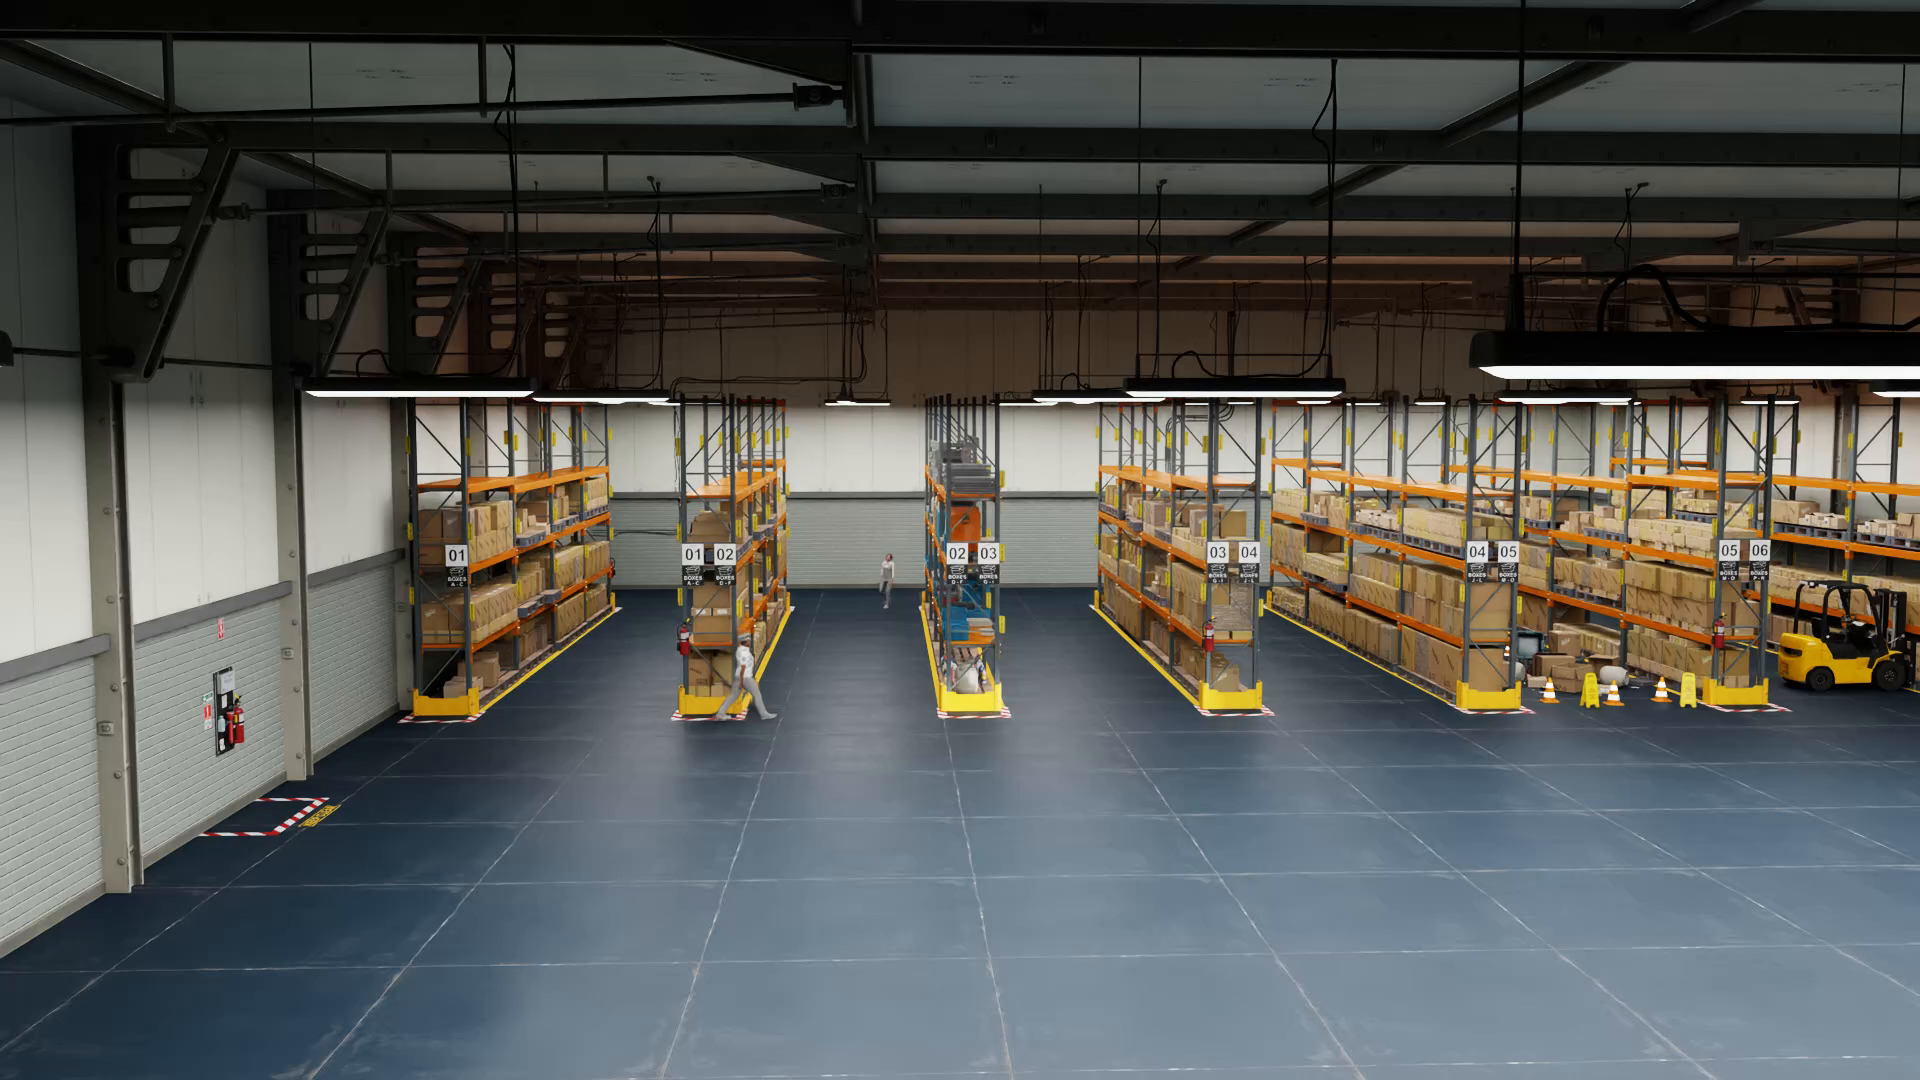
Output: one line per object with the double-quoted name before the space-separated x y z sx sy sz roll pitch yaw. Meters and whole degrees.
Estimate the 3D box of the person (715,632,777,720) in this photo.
"person" -3.939 2.500 30.496 1.077 1.614 0.517 -2 5 -23

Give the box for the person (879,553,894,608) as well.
"person" -2.075 1.177 47.533 0.419 1.548 0.445 2 5 21
